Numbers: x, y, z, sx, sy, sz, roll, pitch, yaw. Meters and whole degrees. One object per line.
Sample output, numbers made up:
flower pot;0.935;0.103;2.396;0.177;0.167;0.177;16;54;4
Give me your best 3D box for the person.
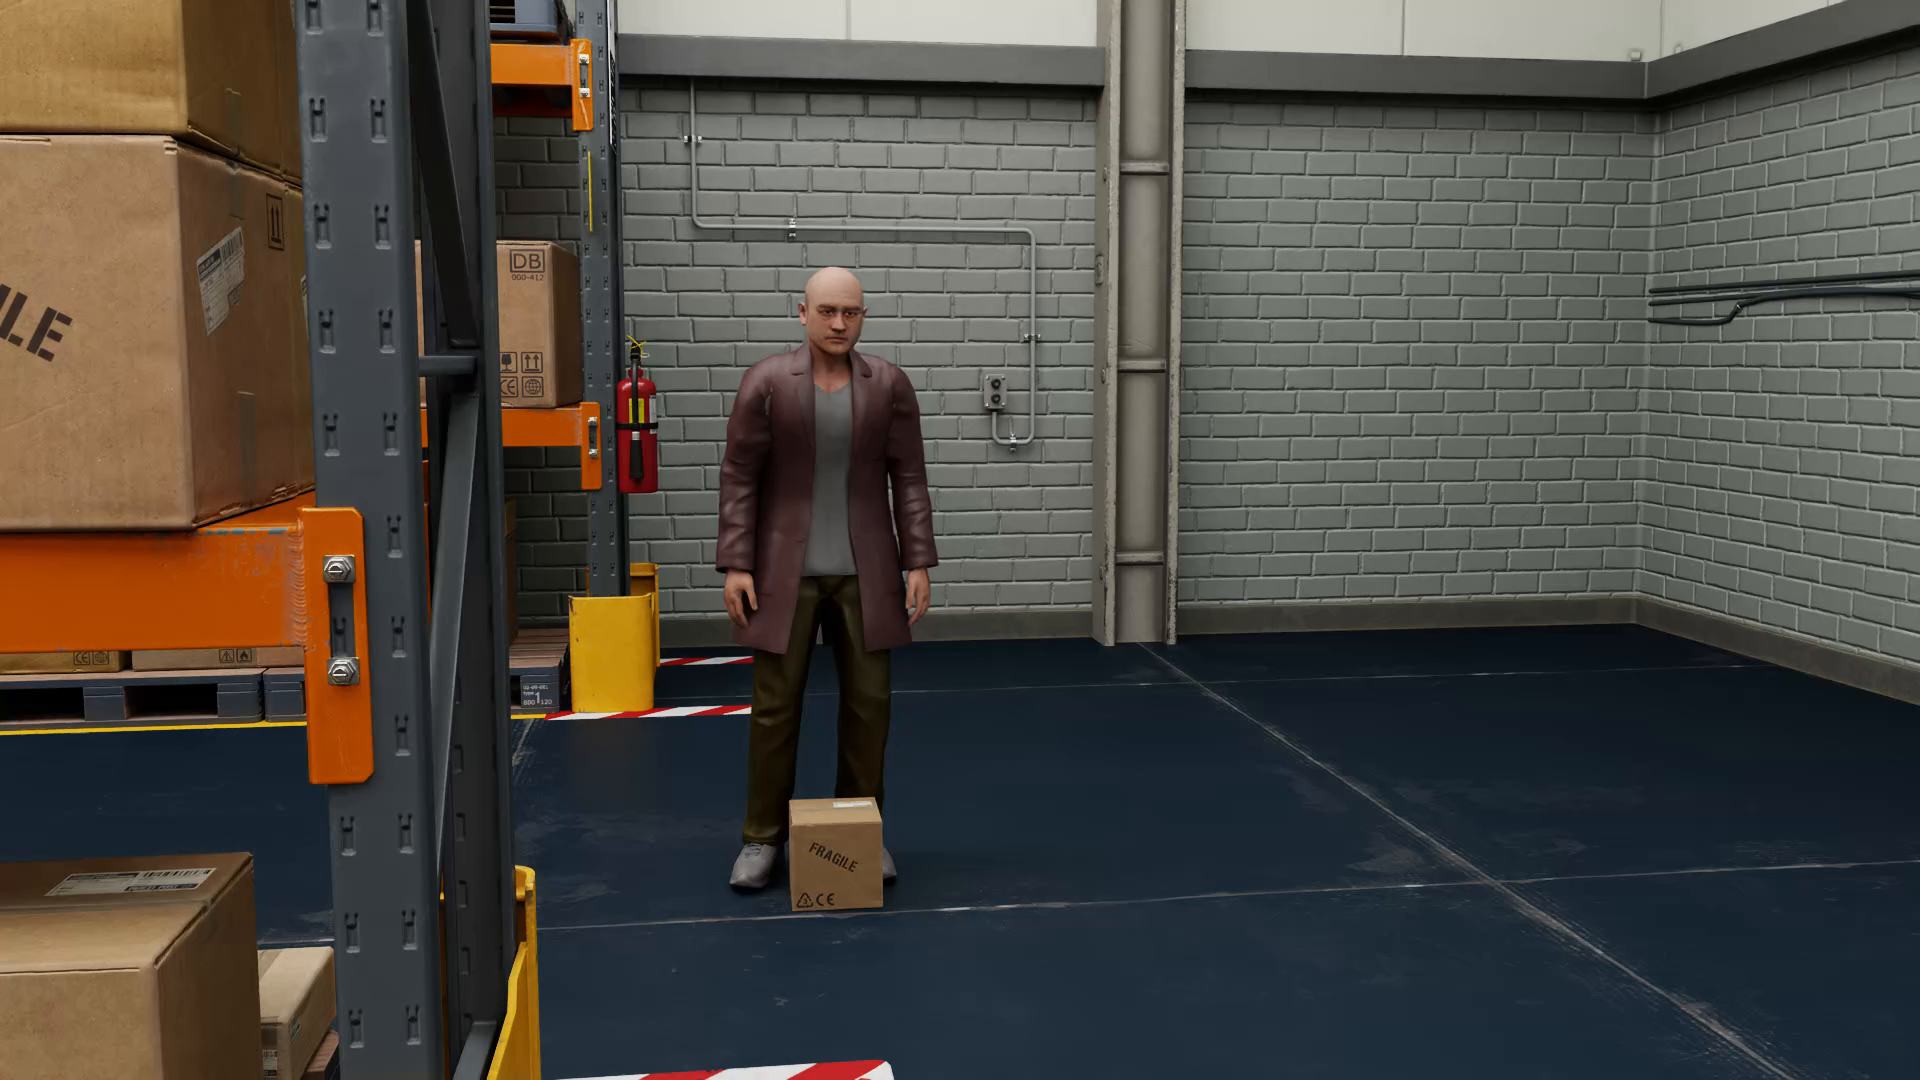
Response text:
person;-0.386;0.101;4.862;0.655;1.775;0.419;-1;6;-11
